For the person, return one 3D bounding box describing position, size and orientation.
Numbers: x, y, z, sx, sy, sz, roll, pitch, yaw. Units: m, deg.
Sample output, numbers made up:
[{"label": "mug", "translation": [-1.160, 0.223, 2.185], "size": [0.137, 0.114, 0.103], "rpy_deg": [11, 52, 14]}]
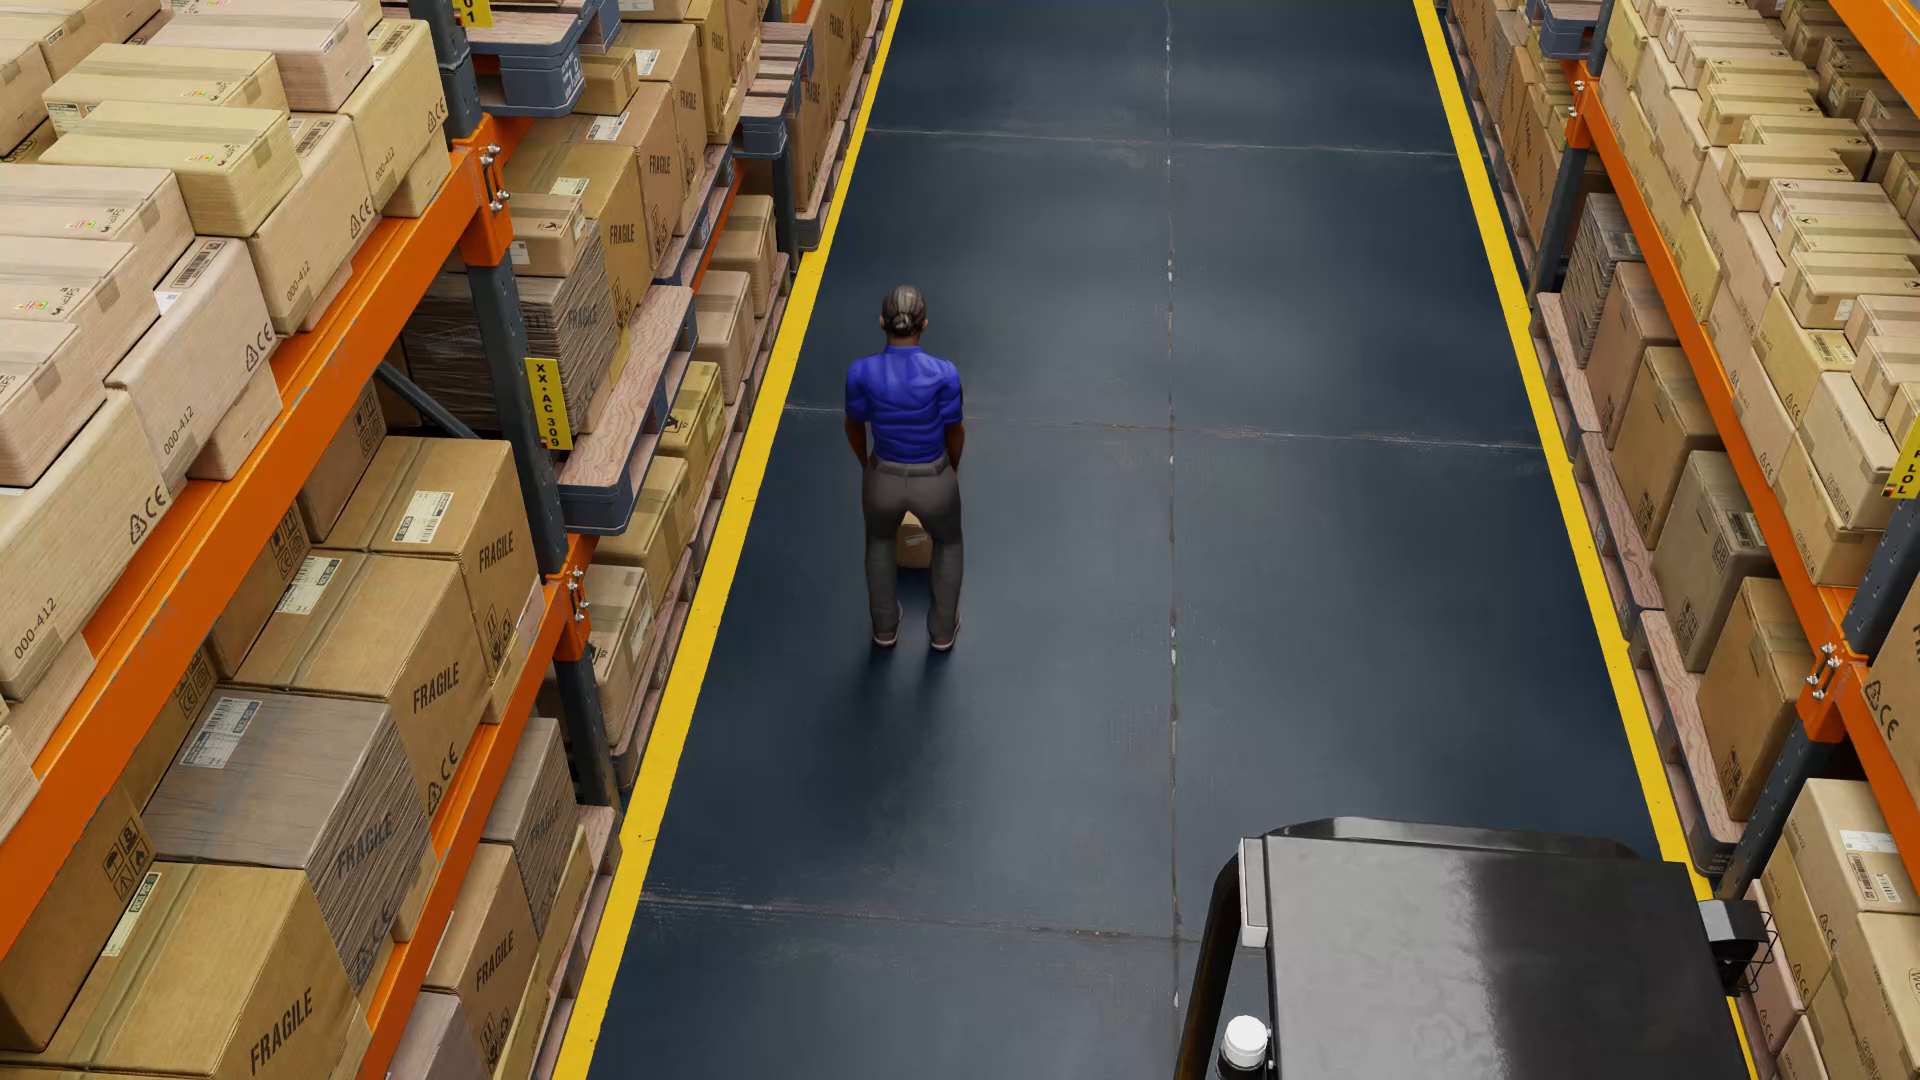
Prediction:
[{"label": "person", "translation": [-0.216, -0.238, 6.506], "size": [0.465, 1.588, 0.411], "rpy_deg": [4, 40, 5]}]
